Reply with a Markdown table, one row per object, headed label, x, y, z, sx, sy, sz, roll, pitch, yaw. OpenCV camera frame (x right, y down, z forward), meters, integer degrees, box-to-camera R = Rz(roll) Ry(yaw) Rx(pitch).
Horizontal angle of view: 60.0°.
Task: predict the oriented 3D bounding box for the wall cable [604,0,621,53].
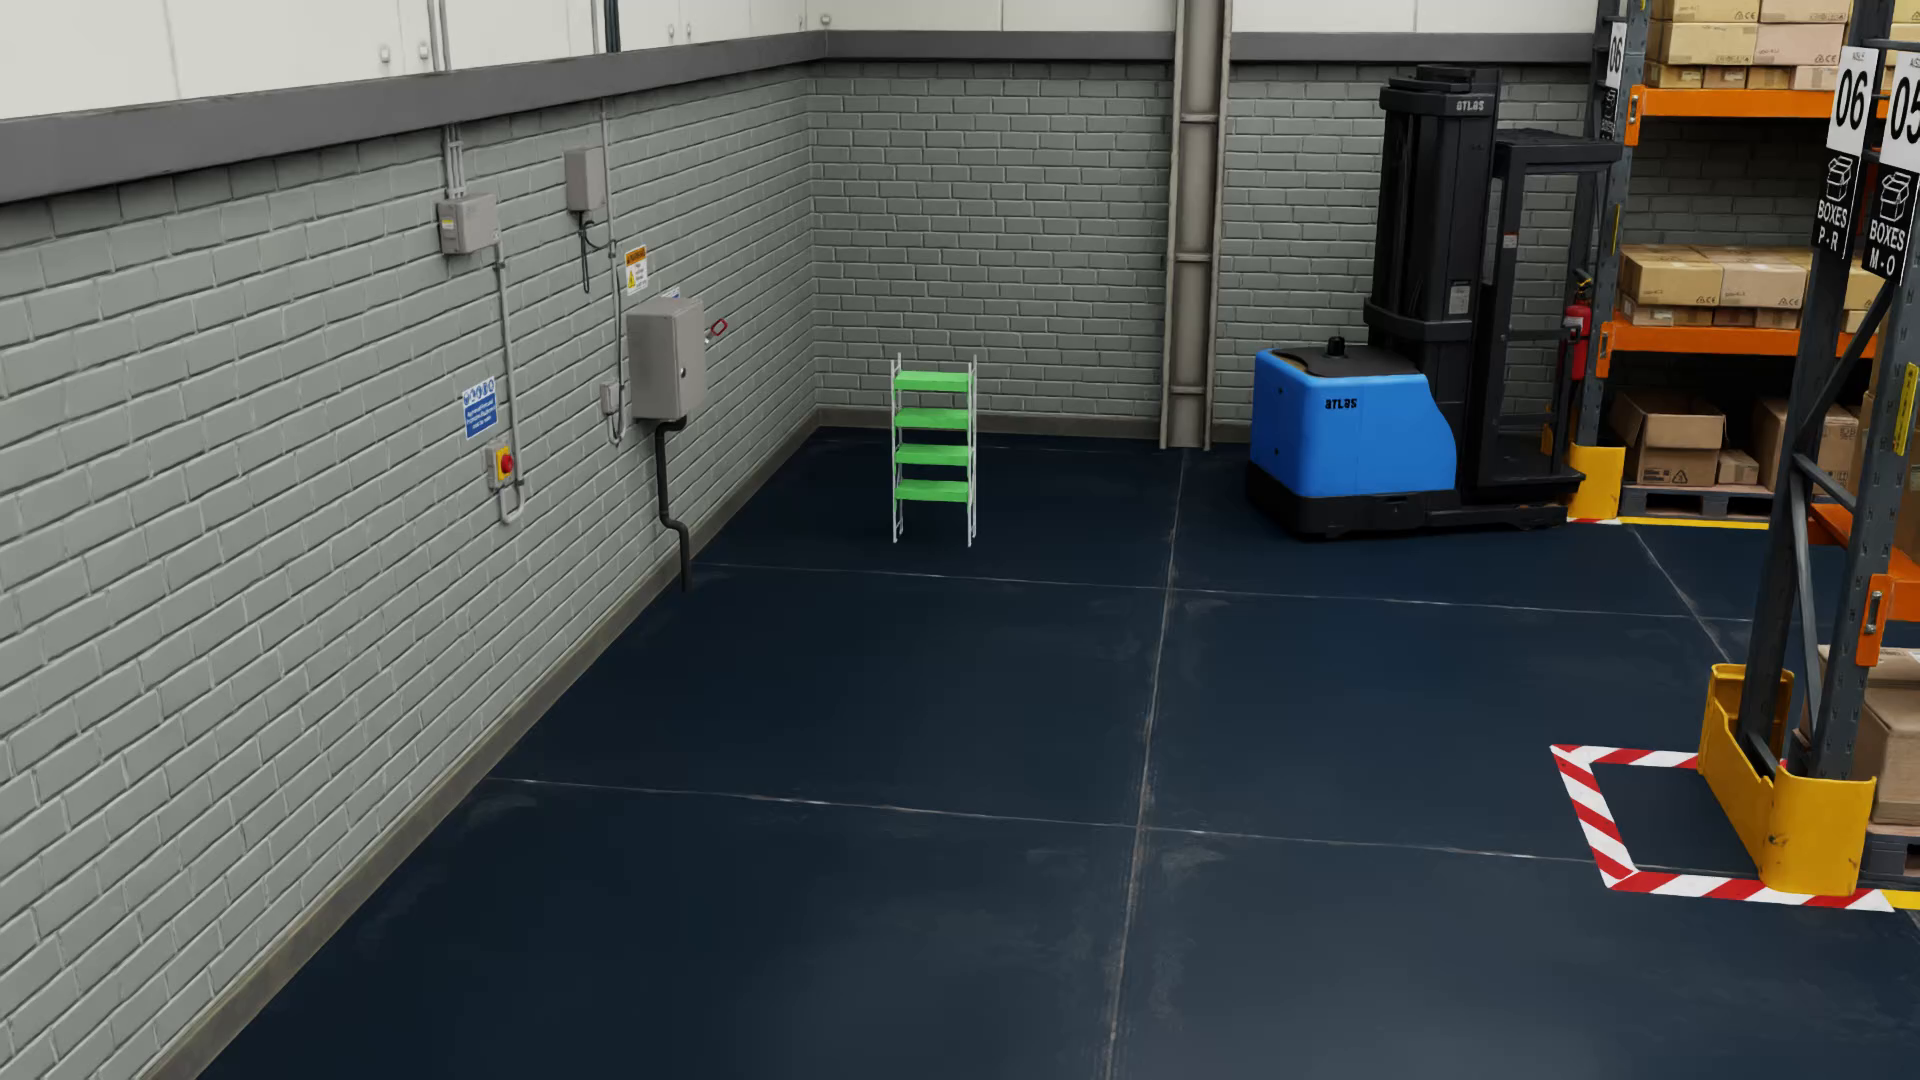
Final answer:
| label | x | y | z | sx | sy | sz | roll | pitch | yaw |
| --- | --- | --- | --- | --- | --- | --- | --- | --- | --- |
| wall cable | -1.558 | -4.364 | 9.604 | 0.133 | 3.039 | 2.988 | 3 | 19 | 9 |

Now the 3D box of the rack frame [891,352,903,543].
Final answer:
| label | x | y | z | sx | sy | sz | roll | pitch | yaw |
| --- | --- | --- | --- | --- | --- | --- | --- | --- | --- |
| rack frame | -0.404 | -0.590 | 10.674 | 0.015 | 1.200 | 0.240 | 3 | 19 | 9 |

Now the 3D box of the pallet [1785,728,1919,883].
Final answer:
| label | x | y | z | sx | sy | sz | roll | pitch | yaw |
| --- | --- | --- | --- | --- | --- | --- | --- | --- | --- |
| pallet | 4.304 | 1.141 | 7.060 | 1.213 | 0.211 | 1.003 | 3 | 19 | 9 |

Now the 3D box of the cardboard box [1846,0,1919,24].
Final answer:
| label | x | y | z | sx | sy | sz | roll | pitch | yaw |
| --- | --- | --- | --- | --- | --- | --- | --- | --- | --- |
| cardboard box | 5.681 | -3.328 | 10.275 | 0.500 | 0.250 | 0.500 | 3 | 19 | 8 |

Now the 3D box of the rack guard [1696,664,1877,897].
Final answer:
| label | x | y | z | sx | sy | sz | roll | pitch | yaw |
| --- | --- | --- | --- | --- | --- | --- | --- | --- | --- |
| rack guard | 3.478 | 0.987 | 7.064 | 0.348 | 0.500 | 1.175 | 3 | 19 | 9 |

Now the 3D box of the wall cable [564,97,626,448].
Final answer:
| label | x | y | z | sx | sy | sz | roll | pitch | yaw |
| --- | --- | --- | --- | --- | --- | --- | --- | --- | --- |
| wall cable | -1.856 | -1.400 | 8.659 | 0.122 | 1.984 | 0.588 | 3 | 19 | 9 |

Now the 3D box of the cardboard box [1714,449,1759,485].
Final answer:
| label | x | y | z | sx | sy | sz | roll | pitch | yaw |
| --- | --- | --- | --- | --- | --- | --- | --- | --- | --- |
| cardboard box | 5.288 | -0.505 | 11.417 | 0.250 | 0.149 | 0.380 | 2 | 19 | 6 |

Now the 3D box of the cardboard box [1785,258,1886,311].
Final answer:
| label | x | y | z | sx | sy | sz | roll | pitch | yaw |
| --- | --- | --- | --- | --- | --- | --- | --- | --- | --- |
| cardboard box | 5.689 | -1.665 | 10.820 | 0.500 | 0.250 | 0.500 | 3 | 19 | 8 |

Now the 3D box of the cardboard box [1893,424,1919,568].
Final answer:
| label | x | y | z | sx | sy | sz | roll | pitch | yaw |
| --- | --- | --- | --- | --- | --- | --- | --- | --- | --- |
| cardboard box | 3.930 | -0.130 | 6.307 | 0.500 | 0.500 | 0.500 | 3 | 19 | 8 |

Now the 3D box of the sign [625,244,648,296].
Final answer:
| label | x | y | z | sx | sy | sz | roll | pitch | yaw |
| --- | --- | --- | --- | --- | --- | --- | --- | --- | --- |
| sign | -1.805 | -1.509 | 9.284 | 0.001 | 0.242 | 0.339 | 3 | 19 | 9 |

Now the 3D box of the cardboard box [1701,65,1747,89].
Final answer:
| label | x | y | z | sx | sy | sz | roll | pitch | yaw |
| --- | --- | --- | --- | --- | --- | --- | --- | --- | --- |
| cardboard box | 4.826 | -2.962 | 10.596 | 0.250 | 0.149 | 0.380 | 3 | 19 | 10 |

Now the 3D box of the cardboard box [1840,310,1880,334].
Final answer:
| label | x | y | z | sx | sy | sz | roll | pitch | yaw |
| --- | --- | --- | --- | --- | --- | --- | --- | --- | --- |
| cardboard box | 5.831 | -1.450 | 10.805 | 0.250 | 0.149 | 0.380 | 2 | 19 | 7 |

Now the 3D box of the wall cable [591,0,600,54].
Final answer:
| label | x | y | z | sx | sy | sz | roll | pitch | yaw |
| --- | --- | --- | --- | --- | --- | --- | --- | --- | --- |
| wall cable | -2.037 | -3.475 | 7.008 | 0.029 | 3.000 | 2.355 | 3 | 19 | 9 |

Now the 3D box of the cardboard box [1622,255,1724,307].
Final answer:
| label | x | y | z | sx | sy | sz | roll | pitch | yaw |
| --- | --- | --- | --- | --- | --- | --- | --- | --- | --- |
| cardboard box | 4.691 | -1.715 | 10.968 | 0.500 | 0.250 | 0.500 | 3 | 19 | 9 |

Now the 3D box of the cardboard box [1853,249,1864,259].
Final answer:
| label | x | y | z | sx | sy | sz | roll | pitch | yaw |
| --- | --- | --- | --- | --- | --- | --- | --- | --- | --- |
| cardboard box | 6.295 | -1.803 | 11.232 | 0.500 | 0.250 | 0.500 | 3 | 19 | 9 |

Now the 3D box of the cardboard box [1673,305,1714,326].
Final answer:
| label | x | y | z | sx | sy | sz | roll | pitch | yaw |
| --- | --- | --- | --- | --- | --- | --- | --- | --- | --- |
| cardboard box | 4.825 | -1.532 | 11.051 | 0.250 | 0.149 | 0.380 | 3 | 19 | 10 |

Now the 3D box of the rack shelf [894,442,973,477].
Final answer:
| label | x | y | z | sx | sy | sz | roll | pitch | yaw |
| --- | --- | --- | --- | --- | --- | --- | --- | --- | --- |
| rack shelf | -0.163 | -0.517 | 10.658 | 0.480 | 0.148 | 0.258 | 3 | 19 | 9 |

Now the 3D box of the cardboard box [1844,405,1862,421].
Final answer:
| label | x | y | z | sx | sy | sz | roll | pitch | yaw |
| --- | --- | --- | --- | --- | --- | --- | --- | --- | --- |
| cardboard box | 6.218 | -0.592 | 11.123 | 0.500 | 0.500 | 0.500 | 3 | 19 | 10 |

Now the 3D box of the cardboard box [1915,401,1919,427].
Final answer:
| label | x | y | z | sx | sy | sz | roll | pitch | yaw |
| --- | --- | --- | --- | --- | --- | --- | --- | --- | --- |
| cardboard box | 3.930 | -0.605 | 6.151 | 0.500 | 0.500 | 0.500 | 3 | 19 | 7 |

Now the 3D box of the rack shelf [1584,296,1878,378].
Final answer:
| label | x | y | z | sx | sy | sz | roll | pitch | yaw |
| --- | --- | --- | --- | --- | --- | --- | --- | --- | --- |
| rack shelf | 6.260 | -1.310 | 11.126 | 4.000 | 0.370 | 1.077 | 3 | 19 | 9 |

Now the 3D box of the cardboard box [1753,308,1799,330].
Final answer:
| label | x | y | z | sx | sy | sz | roll | pitch | yaw |
| --- | --- | --- | --- | --- | --- | --- | --- | --- | --- |
| cardboard box | 5.330 | -1.498 | 10.948 | 0.250 | 0.149 | 0.380 | 4 | 19 | 10 |

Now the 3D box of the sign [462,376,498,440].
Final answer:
| label | x | y | z | sx | sy | sz | roll | pitch | yaw |
| --- | --- | --- | --- | --- | --- | --- | --- | --- | --- |
| sign | -2.137 | -0.589 | 7.412 | 0.001 | 0.218 | 0.327 | 3 | 19 | 9 |

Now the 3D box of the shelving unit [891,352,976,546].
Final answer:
| label | x | y | z | sx | sy | sz | roll | pitch | yaw |
| --- | --- | --- | --- | --- | --- | --- | --- | --- | --- |
| shelving unit | -0.163 | -0.577 | 10.638 | 0.503 | 1.200 | 0.258 | 3 | 19 | 9 |

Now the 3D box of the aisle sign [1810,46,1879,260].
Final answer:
| label | x | y | z | sx | sy | sz | roll | pitch | yaw |
| --- | --- | --- | --- | --- | --- | --- | --- | --- | --- |
| aisle sign | 3.480 | -1.530 | 6.553 | 0.004 | 0.787 | 0.394 | 3 | 19 | 9 |

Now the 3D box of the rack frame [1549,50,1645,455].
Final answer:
| label | x | y | z | sx | sy | sz | roll | pitch | yaw |
| --- | --- | --- | --- | --- | --- | --- | --- | --- | --- |
| rack frame | 4.285 | -1.752 | 11.312 | 0.127 | 3.000 | 1.000 | 3 | 19 | 9 |

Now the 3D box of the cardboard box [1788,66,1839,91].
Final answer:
| label | x | y | z | sx | sy | sz | roll | pitch | yaw |
| --- | --- | --- | --- | --- | --- | --- | --- | --- | --- |
| cardboard box | 5.307 | -2.899 | 10.407 | 0.250 | 0.149 | 0.380 | 3 | 19 | 10 |

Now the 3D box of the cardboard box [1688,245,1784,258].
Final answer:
| label | x | y | z | sx | sy | sz | roll | pitch | yaw |
| --- | --- | --- | --- | --- | --- | --- | --- | --- | --- |
| cardboard box | 5.291 | -1.856 | 11.389 | 0.500 | 0.250 | 0.500 | 3 | 19 | 9 |

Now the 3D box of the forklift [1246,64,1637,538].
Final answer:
| label | x | y | z | sx | sy | sz | roll | pitch | yaw |
| --- | --- | --- | --- | --- | --- | --- | --- | --- | --- |
| forklift | 3.560 | -1.616 | 11.013 | 3.031 | 2.935 | 1.130 | -4 | 19 | -11 |

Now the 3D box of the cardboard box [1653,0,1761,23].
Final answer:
| label | x | y | z | sx | sy | sz | roll | pitch | yaw |
| --- | --- | --- | --- | --- | --- | --- | --- | --- | --- |
| cardboard box | 4.684 | -3.381 | 10.432 | 0.500 | 0.250 | 0.500 | 3 | 19 | 8 |

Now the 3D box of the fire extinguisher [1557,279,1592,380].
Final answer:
| label | x | y | z | sx | sy | sz | roll | pitch | yaw |
| --- | --- | --- | --- | --- | --- | --- | --- | --- | --- |
| fire extinguisher | 4.067 | -1.401 | 10.973 | 0.183 | 0.674 | 0.296 | 3 | 19 | 9 |

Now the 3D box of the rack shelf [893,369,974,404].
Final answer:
| label | x | y | z | sx | sy | sz | roll | pitch | yaw |
| --- | --- | --- | --- | --- | --- | --- | --- | --- | --- |
| rack shelf | -0.163 | -0.972 | 10.506 | 0.480 | 0.148 | 0.258 | 3 | 19 | 9 |

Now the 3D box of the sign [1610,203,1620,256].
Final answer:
| label | x | y | z | sx | sy | sz | roll | pitch | yaw |
| --- | --- | --- | --- | --- | --- | --- | --- | --- | --- |
| sign | 4.199 | -1.993 | 10.667 | 0.005 | 0.325 | 0.100 | 3 | 19 | 9 |

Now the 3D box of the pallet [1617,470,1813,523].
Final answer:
| label | x | y | z | sx | sy | sz | roll | pitch | yaw |
| --- | --- | --- | --- | --- | --- | --- | --- | --- | --- |
| pallet | 5.148 | -0.386 | 11.624 | 1.213 | 0.211 | 1.003 | 3 | 19 | 9 |

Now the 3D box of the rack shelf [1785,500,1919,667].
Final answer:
| label | x | y | z | sx | sy | sz | roll | pitch | yaw |
| --- | --- | --- | --- | --- | --- | --- | --- | --- | --- |
| rack shelf | 5.476 | 0.245 | 6.477 | 4.000 | 0.370 | 1.077 | 3 | 19 | 9 |

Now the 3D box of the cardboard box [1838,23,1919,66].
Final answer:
| label | x | y | z | sx | sy | sz | roll | pitch | yaw |
| --- | --- | --- | --- | --- | --- | --- | --- | --- | --- |
| cardboard box | 5.689 | -3.088 | 10.344 | 0.500 | 0.250 | 0.500 | 2 | 19 | 7 |

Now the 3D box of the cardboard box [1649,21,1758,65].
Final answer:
| label | x | y | z | sx | sy | sz | roll | pitch | yaw |
| --- | --- | --- | --- | --- | --- | --- | --- | --- | --- |
| cardboard box | 4.680 | -3.137 | 10.490 | 0.500 | 0.250 | 0.500 | 3 | 19 | 8 |

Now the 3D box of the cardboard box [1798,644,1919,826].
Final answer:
| label | x | y | z | sx | sy | sz | roll | pitch | yaw |
| --- | --- | --- | --- | --- | --- | --- | --- | --- | --- |
| cardboard box | 4.169 | 0.821 | 6.998 | 0.875 | 0.438 | 0.875 | 2 | 19 | 7 |

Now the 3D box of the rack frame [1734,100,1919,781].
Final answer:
| label | x | y | z | sx | sy | sz | roll | pitch | yaw |
| --- | --- | --- | --- | --- | --- | --- | --- | --- | --- |
| rack frame | 3.502 | -0.197 | 6.664 | 0.127 | 3.000 | 1.000 | 3 | 19 | 9 |

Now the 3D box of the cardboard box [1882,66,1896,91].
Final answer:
| label | x | y | z | sx | sy | sz | roll | pitch | yaw |
| --- | --- | --- | --- | --- | --- | --- | --- | --- | --- |
| cardboard box | 5.820 | -2.895 | 10.395 | 0.250 | 0.149 | 0.380 | 3 | 19 | 8 |
